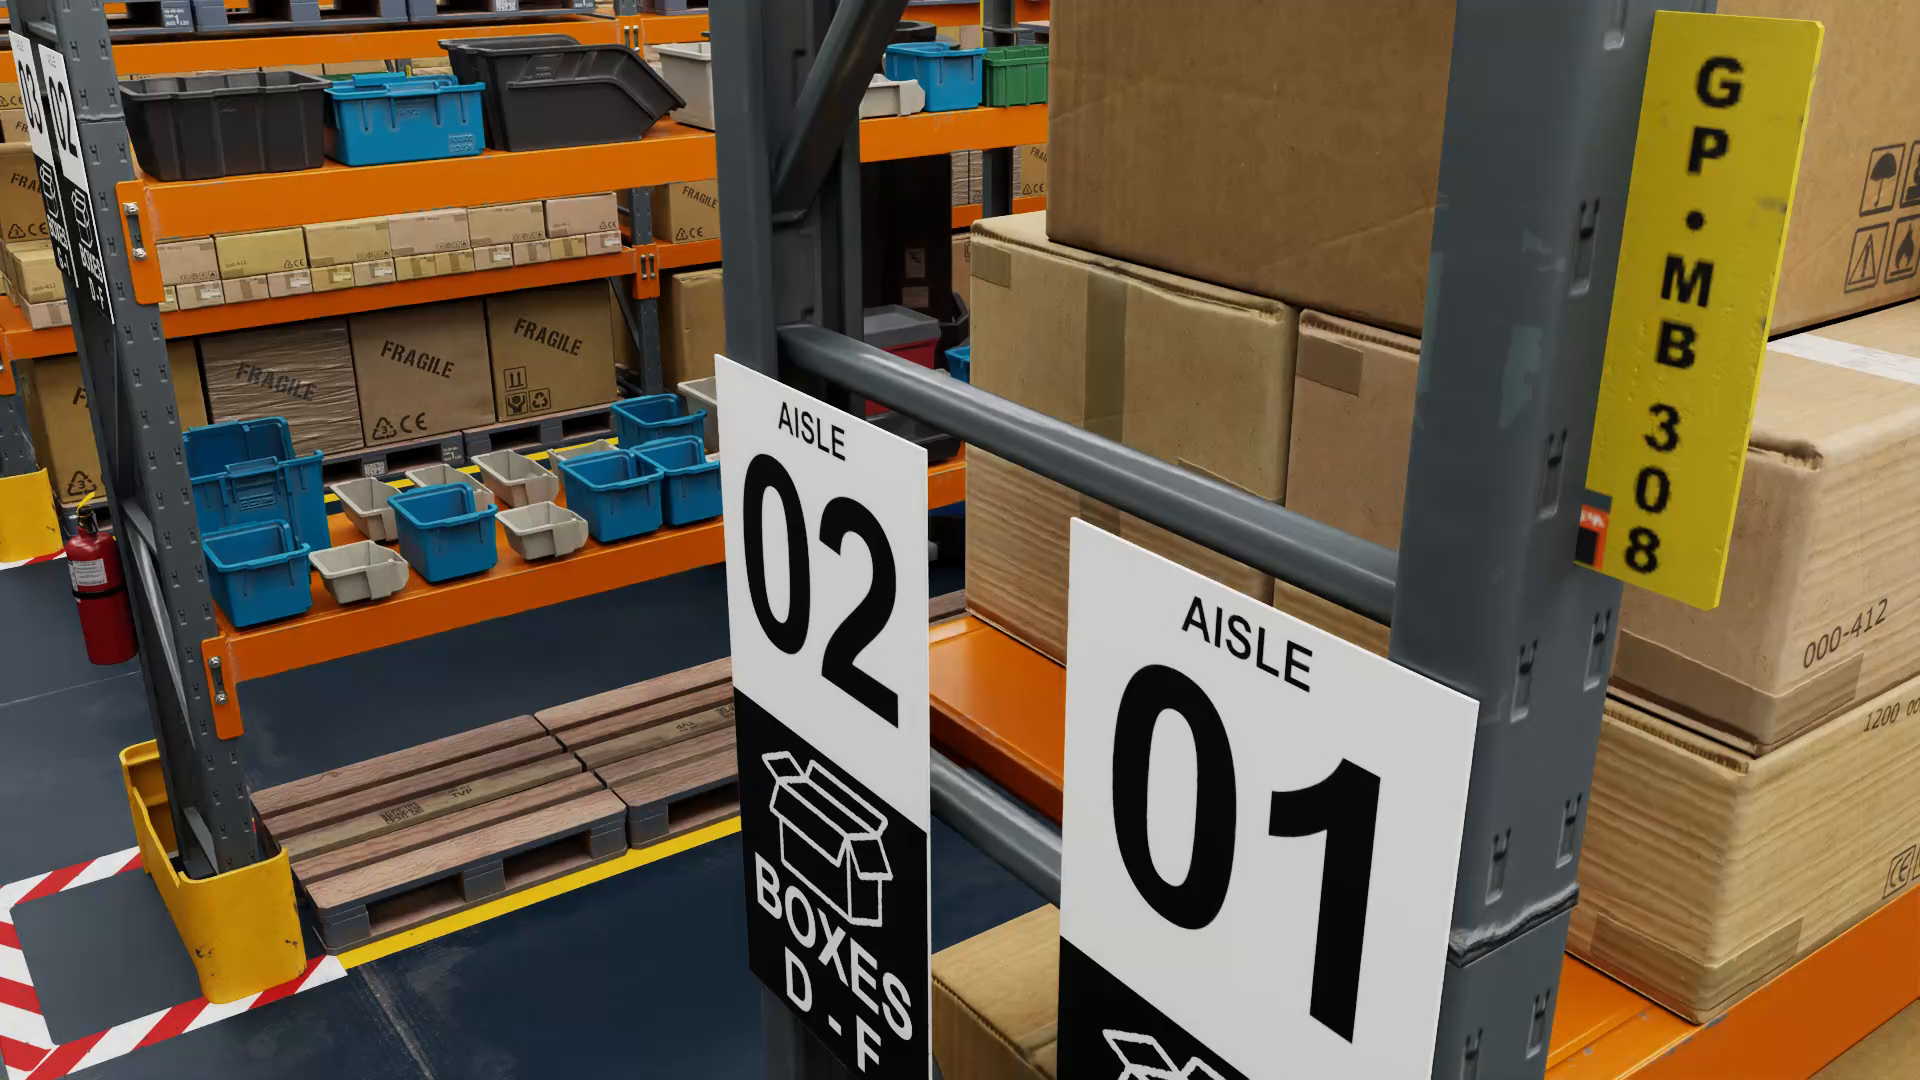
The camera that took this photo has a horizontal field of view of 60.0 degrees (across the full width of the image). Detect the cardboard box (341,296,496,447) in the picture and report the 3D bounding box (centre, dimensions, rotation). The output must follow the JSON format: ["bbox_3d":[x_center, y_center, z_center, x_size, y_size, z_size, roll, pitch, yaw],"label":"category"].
[{"bbox_3d":[-3.760,-1.230,11.232,0.875,0.875,0.875,-15,26,-33],"label":"cardboard box"}]

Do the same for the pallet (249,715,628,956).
[{"bbox_3d":[-2.109,1.149,6.733,1.213,0.211,1.003,-15,26,-33],"label":"pallet"}]

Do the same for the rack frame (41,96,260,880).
[{"bbox_3d":[-2.801,0.020,5.798,0.127,3.000,1.000,-15,26,-33],"label":"rack frame"}]

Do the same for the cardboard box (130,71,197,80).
[{"bbox_3d":[-6.736,-3.979,13.934,0.500,0.500,0.500,-16,27,-34],"label":"cardboard box"}]

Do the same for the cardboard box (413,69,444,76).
[{"bbox_3d":[-5.050,-4.350,15.720,0.250,0.149,0.380,-14,25,-30],"label":"cardboard box"}]

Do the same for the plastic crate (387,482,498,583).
[{"bbox_3d":[-1.874,-0.027,6.061,0.300,0.233,0.416,-15,26,-33],"label":"plastic crate"}]

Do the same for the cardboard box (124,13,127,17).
[{"bbox_3d":[-8.873,-5.535,18.237,0.500,0.500,0.500,-15,26,-34],"label":"cardboard box"}]

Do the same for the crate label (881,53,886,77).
[{"bbox_3d":[-0.120,-2.097,7.413,0.466,0.136,0.293,-15,26,-33],"label":"crate label"}]

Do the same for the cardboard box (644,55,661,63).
[{"bbox_3d":[-3.137,-4.861,16.999,0.250,0.149,0.380,-16,27,-35],"label":"cardboard box"}]

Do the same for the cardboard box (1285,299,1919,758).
[{"bbox_3d":[0.658,-0.077,1.523,0.500,0.250,0.500,-15,26,-33],"label":"cardboard box"}]

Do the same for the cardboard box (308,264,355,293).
[{"bbox_3d":[-3.965,-1.664,10.358,0.250,0.149,0.380,-16,27,-34],"label":"cardboard box"}]

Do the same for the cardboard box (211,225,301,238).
[{"bbox_3d":[-4.324,-2.131,9.980,0.500,0.500,0.500,-16,27,-34],"label":"cardboard box"}]

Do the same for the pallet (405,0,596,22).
[{"bbox_3d":[-3.117,-3.514,10.727,1.213,0.211,1.003,-15,26,-33],"label":"pallet"}]

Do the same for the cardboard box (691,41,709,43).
[{"bbox_3d":[-3.525,-6.574,22.096,0.250,0.149,0.380,-14,26,-31],"label":"cardboard box"}]

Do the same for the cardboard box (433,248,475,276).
[{"bbox_3d":[-3.338,-1.831,10.778,0.250,0.149,0.380,-14,26,-32],"label":"cardboard box"}]

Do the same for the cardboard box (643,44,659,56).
[{"bbox_3d":[-4.117,-6.372,21.590,0.250,0.149,0.380,-17,27,-36],"label":"cardboard box"}]

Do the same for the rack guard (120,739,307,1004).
[{"bbox_3d":[-2.813,1.190,6.239,0.348,0.500,1.175,-15,26,-33],"label":"rack guard"}]

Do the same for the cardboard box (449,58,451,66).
[{"bbox_3d":[-6.050,-5.935,20.250,0.500,0.250,0.500,-16,27,-34],"label":"cardboard box"}]

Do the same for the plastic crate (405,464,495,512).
[{"bbox_3d":[-2.001,-0.174,6.561,0.243,0.136,0.396,-15,26,-33],"label":"plastic crate"}]

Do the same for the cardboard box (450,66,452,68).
[{"bbox_3d":[-6.070,-5.706,20.351,0.500,0.250,0.500,-15,26,-33],"label":"cardboard box"}]

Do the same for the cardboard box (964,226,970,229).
[{"bbox_3d":[0.228,-2.267,13.829,0.875,0.875,1.225,-16,27,-35],"label":"cardboard box"}]

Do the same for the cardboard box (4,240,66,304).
[{"bbox_3d":[-5.147,-1.561,9.562,0.500,0.250,0.500,-16,27,-34],"label":"cardboard box"}]

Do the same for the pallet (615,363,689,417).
[{"bbox_3d":[-1.865,-1.230,12.694,1.213,0.211,1.003,-15,26,-33],"label":"pallet"}]

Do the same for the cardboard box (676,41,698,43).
[{"bbox_3d":[-3.641,-6.822,21.843,0.500,0.500,0.500,-14,26,-32],"label":"cardboard box"}]

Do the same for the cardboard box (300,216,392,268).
[{"bbox_3d":[-3.898,-1.898,10.406,0.500,0.250,0.500,-16,27,-34],"label":"cardboard box"}]

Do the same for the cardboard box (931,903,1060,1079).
[{"bbox_3d":[0.289,0.821,2.307,0.500,0.500,0.500,-15,26,-33],"label":"cardboard box"}]

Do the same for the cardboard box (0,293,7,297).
[{"bbox_3d":[-7.933,-2.029,13.813,0.250,0.149,0.380,-14,26,-31],"label":"cardboard box"}]

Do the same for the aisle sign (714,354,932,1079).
[{"bbox_3d":[-0.146,0.226,1.774,0.004,0.787,0.394,-15,26,-33],"label":"aisle sign"}]

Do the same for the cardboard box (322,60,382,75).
[{"bbox_3d":[-5.485,-4.316,14.779,0.500,0.500,0.500,-16,27,-35],"label":"cardboard box"}]

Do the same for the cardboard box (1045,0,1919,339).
[{"bbox_3d":[0.496,-0.509,1.593,0.500,0.500,0.700,-15,26,-33],"label":"cardboard box"}]

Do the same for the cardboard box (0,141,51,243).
[{"bbox_3d":[-5.452,-2.071,9.829,0.500,0.500,0.500,-15,26,-32],"label":"cardboard box"}]

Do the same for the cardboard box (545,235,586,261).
[{"bbox_3d":[-2.712,-1.998,11.196,0.250,0.149,0.380,-14,26,-32],"label":"cardboard box"}]

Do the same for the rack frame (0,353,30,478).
[{"bbox_3d":[-5.694,-1.470,9.532,0.127,3.000,1.000,-15,26,-33],"label":"rack frame"}]

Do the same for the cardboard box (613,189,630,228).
[{"bbox_3d":[-2.227,-2.565,12.143,0.500,0.500,0.500,-15,26,-33],"label":"cardboard box"}]

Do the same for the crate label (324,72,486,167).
[{"bbox_3d":[-1.864,-1.406,5.527,0.502,0.251,0.408,-15,26,-33],"label":"crate label"}]

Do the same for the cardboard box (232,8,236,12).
[{"bbox_3d":[-10.193,-7.200,23.192,0.500,0.500,0.700,-15,26,-32],"label":"cardboard box"}]

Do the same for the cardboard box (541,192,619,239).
[{"bbox_3d":[-2.652,-2.230,11.237,0.500,0.250,0.500,-15,26,-34],"label":"cardboard box"}]

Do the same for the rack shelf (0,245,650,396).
[{"bbox_3d":[-4.070,-1.569,10.751,4.000,0.370,1.077,-15,26,-33],"label":"rack shelf"}]

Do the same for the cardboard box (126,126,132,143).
[{"bbox_3d":[-7.158,-3.408,13.854,0.500,0.500,0.500,-15,26,-32],"label":"cardboard box"}]

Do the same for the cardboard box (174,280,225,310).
[{"bbox_3d":[-4.587,-1.499,9.945,0.250,0.149,0.380,-15,26,-34],"label":"cardboard box"}]

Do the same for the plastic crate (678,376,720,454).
[{"bbox_3d":[-0.901,-0.543,7.289,0.530,0.282,0.437,-15,26,-33],"label":"plastic crate"}]

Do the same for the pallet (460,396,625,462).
[{"bbox_3d":[-3.110,-0.899,11.866,1.213,0.211,1.003,-15,26,-33],"label":"pallet"}]

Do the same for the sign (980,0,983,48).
[{"bbox_3d":[0.126,-2.409,7.826,0.005,0.325,0.100,-15,26,-33],"label":"sign"}]

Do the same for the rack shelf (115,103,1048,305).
[{"bbox_3d":[-1.178,-1.472,6.461,4.000,0.370,1.077,-15,26,-33],"label":"rack shelf"}]

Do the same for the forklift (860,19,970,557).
[{"bbox_3d":[-0.793,-1.372,9.379,3.031,2.935,1.130,-3,22,-6],"label":"forklift"}]

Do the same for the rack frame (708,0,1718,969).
[{"bbox_3d":[0.089,-1.275,0.950,0.127,3.000,1.000,-15,26,-33],"label":"rack frame"}]

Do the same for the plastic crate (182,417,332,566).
[{"bbox_3d":[-2.639,-0.153,6.103,0.499,0.435,0.616,-15,26,-33],"label":"plastic crate"}]

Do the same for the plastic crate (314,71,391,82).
[{"bbox_3d":[-2.167,-1.574,6.032,0.336,0.188,0.450,-15,26,-33],"label":"plastic crate"}]

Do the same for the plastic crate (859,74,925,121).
[{"bbox_3d":[-0.364,-1.726,6.484,0.466,0.136,0.293,-15,26,-33],"label":"plastic crate"}]

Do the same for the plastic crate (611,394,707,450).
[{"bbox_3d":[-1.284,-0.451,7.125,0.300,0.233,0.416,-15,26,-33],"label":"plastic crate"}]

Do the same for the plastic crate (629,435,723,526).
[{"bbox_3d":[-1.096,-0.234,6.581,0.300,0.233,0.416,-15,26,-33],"label":"plastic crate"}]

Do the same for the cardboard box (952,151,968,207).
[{"bbox_3d":[-0.284,-2.847,12.849,0.500,0.500,0.500,-16,27,-35],"label":"cardboard box"}]

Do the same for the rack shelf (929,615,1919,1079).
[{"bbox_3d":[1.712,0.019,2.724,4.000,0.370,1.077,-15,26,-33],"label":"rack shelf"}]
